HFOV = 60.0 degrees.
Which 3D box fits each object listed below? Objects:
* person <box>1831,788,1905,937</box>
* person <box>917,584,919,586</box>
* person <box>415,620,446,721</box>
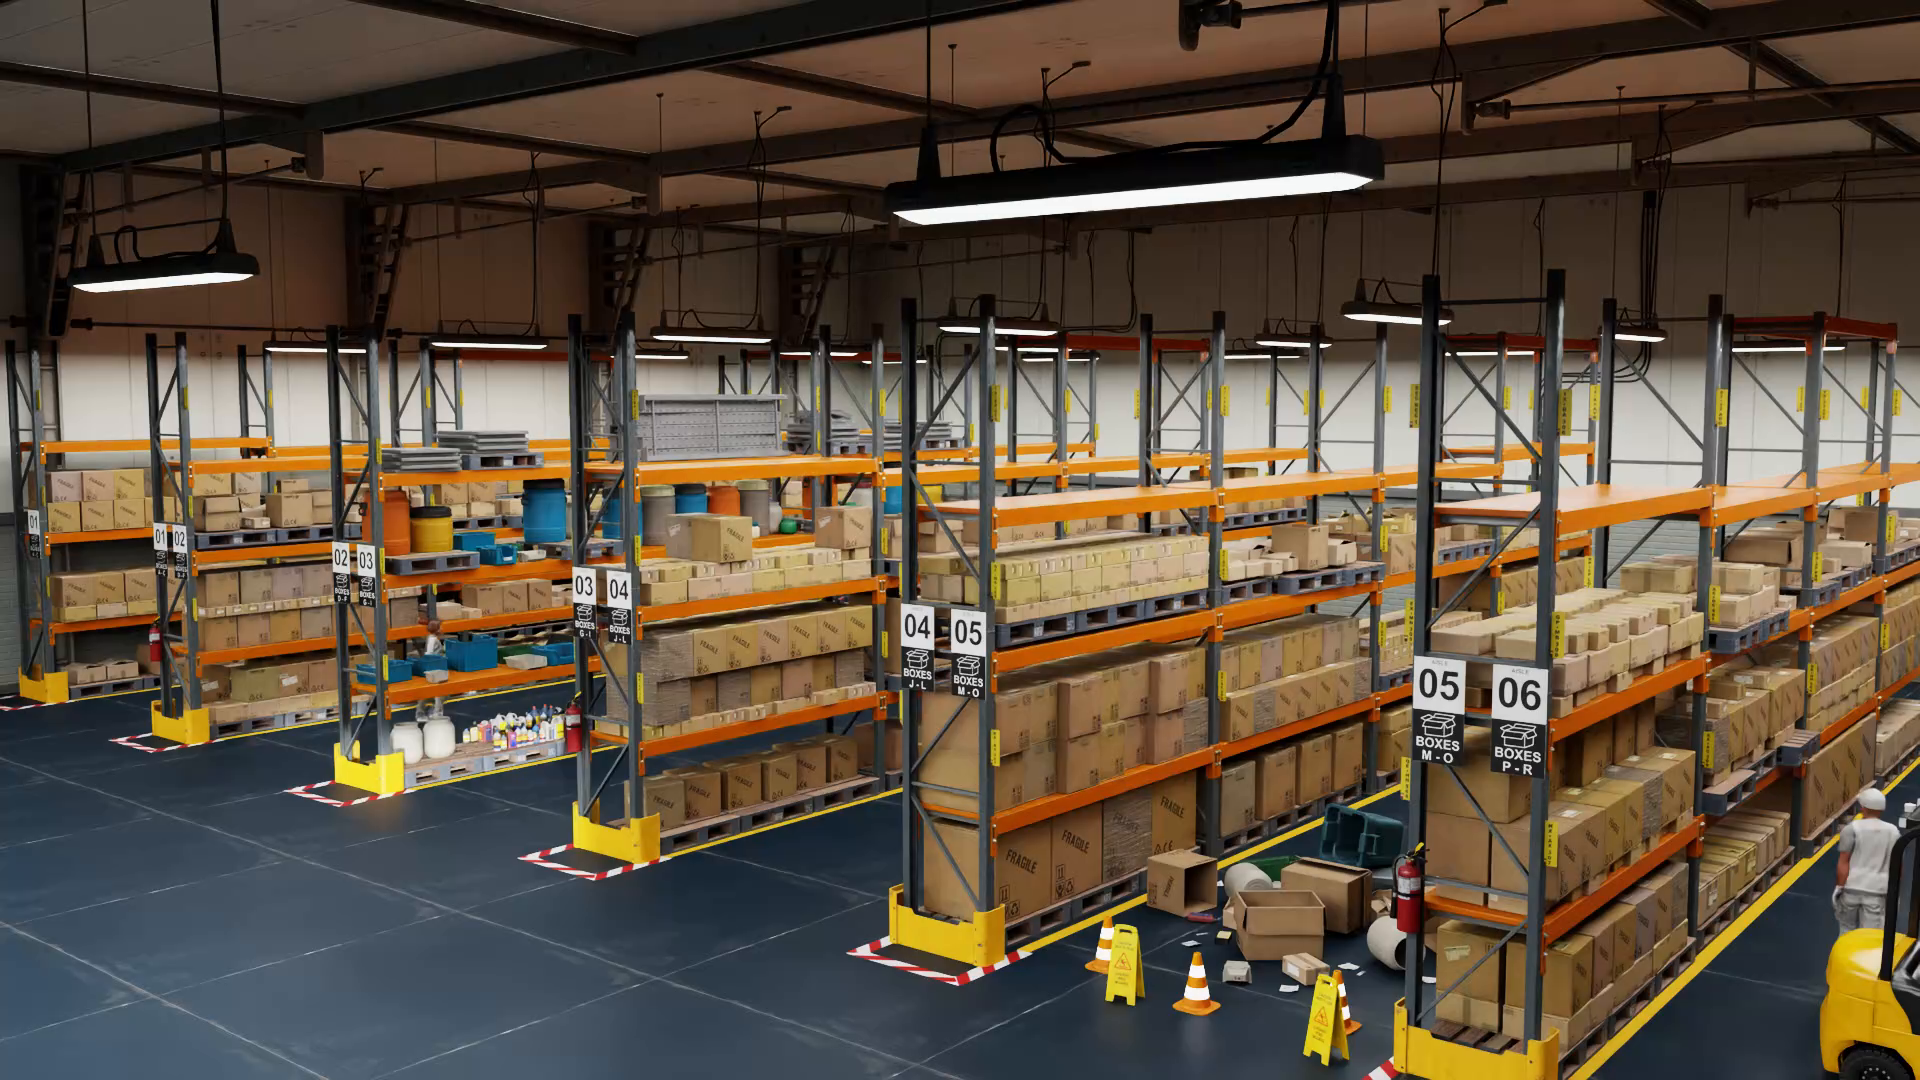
[{"bbox_3d":[7.705,3.026,14.124,0.512,1.825,0.548,3,6,33],"label":"person"},{"bbox_3d":[-0.946,0.816,38.823,0.532,1.708,1.084,-2,6,-24],"label":"person"},{"bbox_3d":[-8.254,2.052,25.875,0.513,1.610,0.423,-4,7,-39],"label":"person"}]
